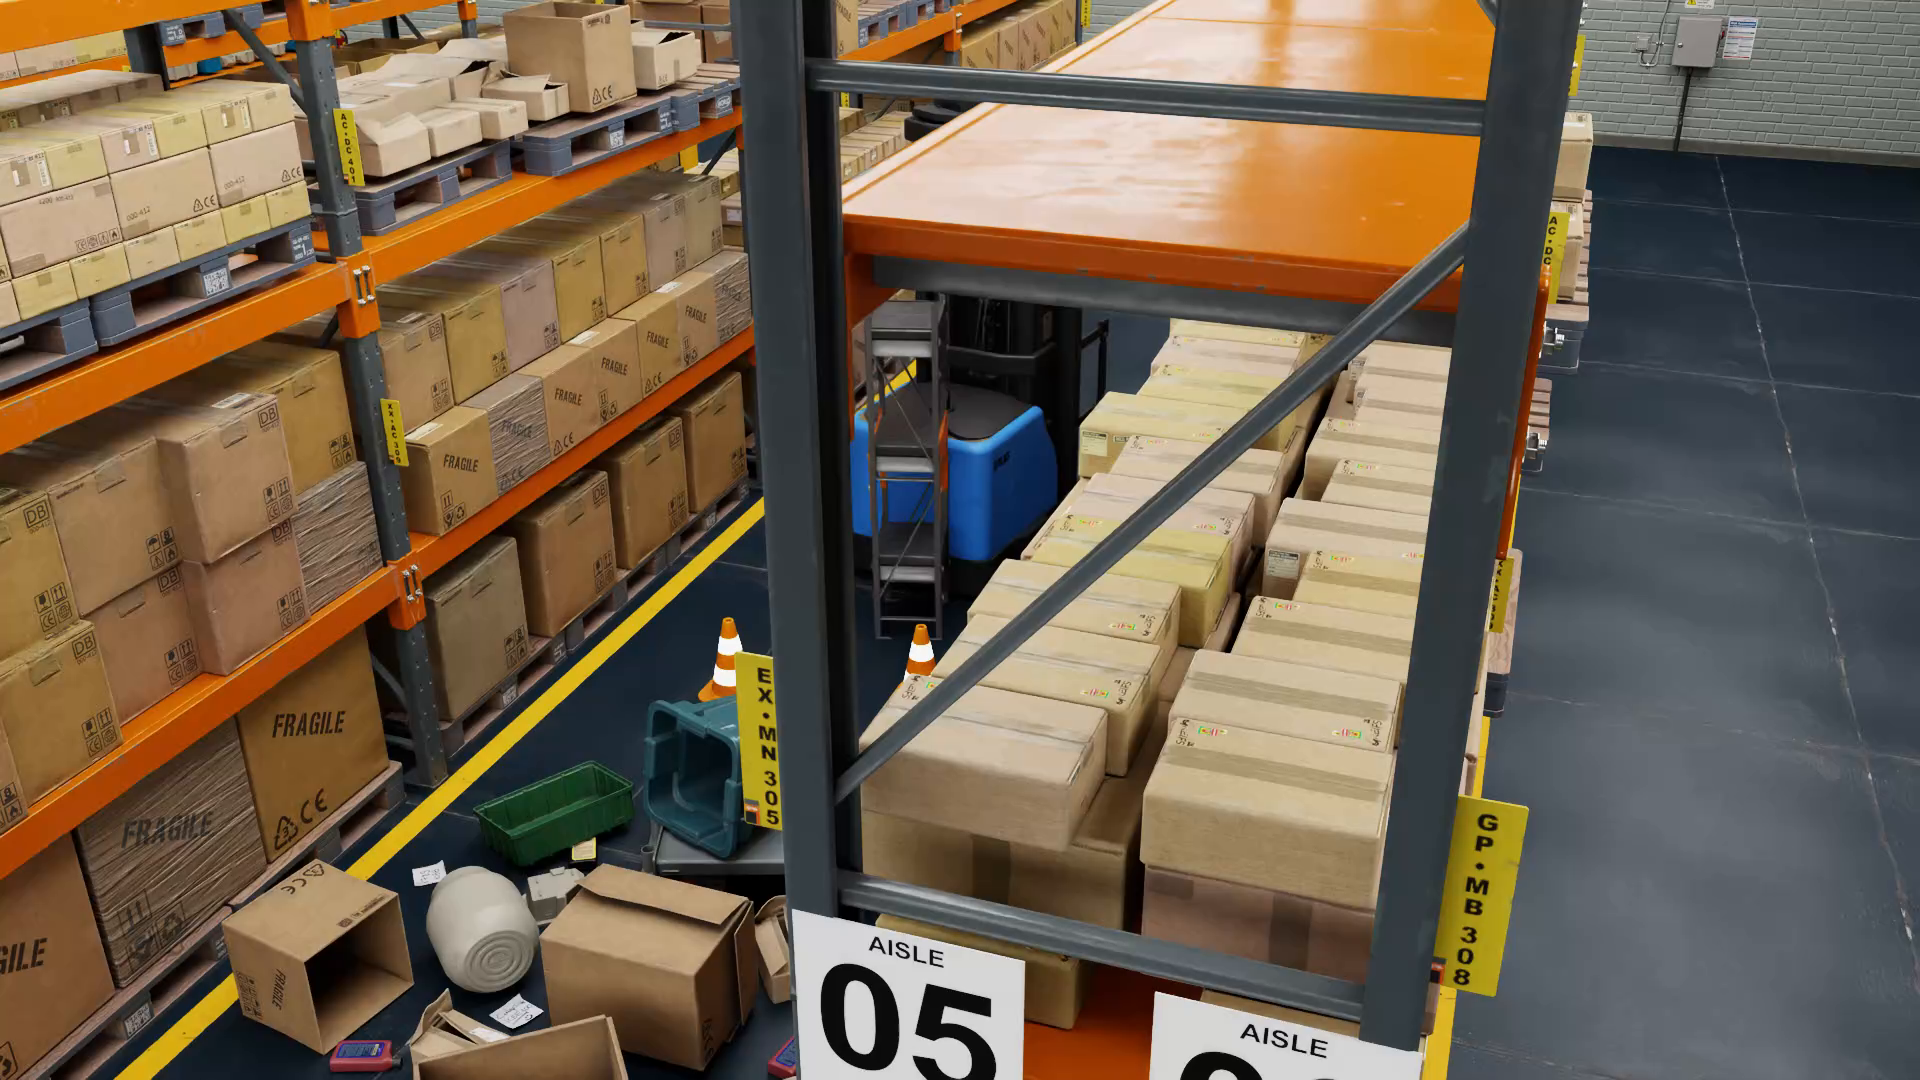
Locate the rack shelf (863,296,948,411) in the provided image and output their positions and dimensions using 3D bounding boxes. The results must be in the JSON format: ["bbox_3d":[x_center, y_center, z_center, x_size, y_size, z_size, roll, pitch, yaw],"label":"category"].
[{"bbox_3d":[-0.302,-1.068,9.469,0.431,0.518,0.480,2,26,4],"label":"rack shelf"}]

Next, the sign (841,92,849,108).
[{"bbox_3d":[-1.014,-3.907,14.885,0.100,0.325,0.005,9,27,17],"label":"sign"}]

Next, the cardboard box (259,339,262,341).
[{"bbox_3d":[-6.225,-2.072,14.045,1.225,0.875,0.875,7,27,15],"label":"cardboard box"}]

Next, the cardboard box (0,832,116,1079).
[{"bbox_3d":[-4.039,1.606,6.446,0.875,0.875,0.875,8,27,17],"label":"cardboard box"}]

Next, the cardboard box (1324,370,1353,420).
[{"bbox_3d":[1.296,-0.259,4.732,0.500,0.250,0.500,8,27,17],"label":"cardboard box"}]

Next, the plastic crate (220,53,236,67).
[{"bbox_3d":[-8.844,-5.753,19.923,0.298,0.136,0.250,9,27,17],"label":"plastic crate"}]

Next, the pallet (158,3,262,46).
[{"bbox_3d":[-6.310,-4.097,13.043,1.213,0.211,1.003,10,28,20],"label":"pallet"}]

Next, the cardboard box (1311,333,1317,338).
[{"bbox_3d":[0.972,-0.774,5.337,0.380,0.149,0.250,8,27,16],"label":"cardboard box"}]

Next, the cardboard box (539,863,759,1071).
[{"bbox_3d":[-1.291,1.754,6.895,0.797,0.637,0.503,9,27,17],"label":"cardboard box"}]

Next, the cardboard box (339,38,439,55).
[{"bbox_3d":[-5.348,-4.436,15.704,0.797,0.503,0.637,8,27,16],"label":"cardboard box"}]

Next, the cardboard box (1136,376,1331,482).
[{"bbox_3d":[0.794,-0.336,4.891,0.500,0.250,0.500,9,27,18],"label":"cardboard box"}]

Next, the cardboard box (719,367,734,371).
[{"bbox_3d":[-1.858,-1.171,12.612,0.500,0.500,0.500,9,27,17],"label":"cardboard box"}]

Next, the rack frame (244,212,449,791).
[{"bbox_3d":[-3.162,-0.155,8.127,1.000,3.000,0.127,9,27,17],"label":"rack frame"}]

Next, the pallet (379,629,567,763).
[{"bbox_3d":[-2.976,0.772,9.412,1.003,0.211,1.213,9,27,17],"label":"pallet"}]

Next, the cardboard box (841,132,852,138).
[{"bbox_3d":[-1.149,-3.450,14.398,0.380,0.149,0.250,8,27,16],"label":"cardboard box"}]

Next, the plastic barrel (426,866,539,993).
[{"bbox_3d":[-2.093,1.694,7.266,0.421,0.421,0.512,-14,29,-27],"label":"plastic barrel"}]

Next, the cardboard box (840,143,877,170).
[{"bbox_3d":[-0.883,-3.057,13.246,0.380,0.149,0.250,8,27,15],"label":"cardboard box"}]

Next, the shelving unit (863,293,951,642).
[{"bbox_3d":[-0.297,-0.451,9.767,0.431,2.100,0.503,2,26,4],"label":"shelving unit"}]

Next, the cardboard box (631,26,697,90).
[{"bbox_3d":[-1.895,-2.869,9.798,0.500,0.311,0.500,9,27,17],"label":"cardboard box"}]

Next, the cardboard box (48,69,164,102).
[{"bbox_3d":[-3.603,-1.884,7.034,0.380,0.149,0.250,9,27,18],"label":"cardboard box"}]

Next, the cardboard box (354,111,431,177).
[{"bbox_3d":[-2.725,-1.890,7.827,0.258,0.266,0.396,8,27,17],"label":"cardboard box"}]

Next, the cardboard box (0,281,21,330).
[{"bbox_3d":[-3.488,-0.802,5.714,0.380,0.149,0.250,9,27,17],"label":"cardboard box"}]

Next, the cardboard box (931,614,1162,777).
[{"bbox_3d":[0.165,0.287,3.145,0.380,0.149,0.250,9,27,18],"label":"cardboard box"}]

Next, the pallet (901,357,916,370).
[{"bbox_3d":[-0.757,-1.867,14.864,1.003,0.211,1.213,9,27,17],"label":"pallet"}]

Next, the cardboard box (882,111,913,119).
[{"bbox_3d":[-0.449,-3.593,14.352,0.380,0.149,0.250,10,28,20],"label":"cardboard box"}]

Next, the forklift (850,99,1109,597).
[{"bbox_3d":[0.409,-1.574,11.138,1.130,2.935,3.031,13,29,25],"label":"forklift"}]

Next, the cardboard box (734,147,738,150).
[{"bbox_3d":[-1.580,-3.048,13.227,0.380,0.149,0.250,10,27,19],"label":"cardboard box"}]

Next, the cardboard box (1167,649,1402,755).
[{"bbox_3d":[0.588,0.347,3.022,0.380,0.149,0.250,9,27,17],"label":"cardboard box"}]

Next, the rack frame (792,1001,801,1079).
[{"bbox_3d":[0.209,2.166,3.335,1.000,3.000,0.127,9,27,17],"label":"rack frame"}]

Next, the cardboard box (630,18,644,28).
[{"bbox_3d":[-2.279,-3.077,10.226,0.500,0.311,0.500,9,27,18],"label":"cardboard box"}]

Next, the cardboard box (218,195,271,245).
[{"bbox_3d":[-3.065,-1.326,6.796,0.380,0.149,0.250,9,27,18],"label":"cardboard box"}]

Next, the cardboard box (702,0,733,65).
[{"bbox_3d":[-1.390,-3.390,11.252,0.500,0.500,0.500,9,27,17],"label":"cardboard box"}]

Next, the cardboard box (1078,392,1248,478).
[{"bbox_3d":[0.522,-0.247,4.250,0.380,0.149,0.250,9,27,19],"label":"cardboard box"}]

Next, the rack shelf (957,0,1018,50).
[{"bbox_3d":[0.166,-5.290,16.118,1.077,0.370,4.000,9,27,17],"label":"rack shelf"}]

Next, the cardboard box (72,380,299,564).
[{"bbox_3d":[-3.390,-0.319,7.055,0.875,0.550,0.550,9,27,17],"label":"cardboard box"}]

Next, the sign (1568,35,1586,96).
[{"bbox_3d":[3.382,-2.625,9.195,0.100,0.325,0.005,9,27,17],"label":"sign"}]

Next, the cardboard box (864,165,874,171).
[{"bbox_3d":[-0.881,-2.918,13.299,0.380,0.149,0.250,9,27,18],"label":"cardboard box"}]

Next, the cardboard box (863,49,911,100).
[{"bbox_3d":[-0.598,-4.303,15.093,0.500,0.500,0.500,8,27,16],"label":"cardboard box"}]

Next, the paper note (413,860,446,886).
[{"bbox_3d":[-2.531,1.589,7.932,0.147,0.020,0.142,-9,27,-18],"label":"paper note"}]

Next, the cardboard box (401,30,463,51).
[{"bbox_3d":[-5.242,-4.835,16.763,0.500,0.500,0.500,10,27,19],"label":"cardboard box"}]

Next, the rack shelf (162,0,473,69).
[{"bbox_3d":[-5.809,-4.407,14.294,1.077,0.370,4.000,9,27,17],"label":"rack shelf"}]

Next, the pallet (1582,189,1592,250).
[{"bbox_3d":[2.188,-1.409,7.491,1.213,0.211,1.003,9,27,17],"label":"pallet"}]

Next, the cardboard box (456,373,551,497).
[{"bbox_3d":[-2.566,-0.584,8.900,0.500,0.500,0.500,9,27,18],"label":"cardboard box"}]

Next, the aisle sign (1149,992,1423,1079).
[{"bbox_3d":[0.481,1.066,2.623,0.394,0.787,0.004,9,27,17],"label":"aisle sign"}]

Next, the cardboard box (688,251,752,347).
[{"bbox_3d":[-1.727,-1.619,11.038,0.500,0.500,0.500,9,27,17],"label":"cardboard box"}]

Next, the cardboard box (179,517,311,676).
[{"bbox_3d":[-3.435,0.161,7.304,0.875,0.550,0.550,9,27,17],"label":"cardboard box"}]

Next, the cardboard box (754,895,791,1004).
[{"bbox_3d":[-0.755,1.776,7.278,0.258,0.266,0.396,-9,27,-18],"label":"cardboard box"}]

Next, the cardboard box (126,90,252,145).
[{"bbox_3d":[-3.067,-1.684,6.621,0.380,0.149,0.250,9,27,17],"label":"cardboard box"}]

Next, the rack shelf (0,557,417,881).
[{"bbox_3d":[-3.827,0.991,6.586,1.077,0.370,4.000,9,27,17],"label":"rack shelf"}]

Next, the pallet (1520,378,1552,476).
[{"bbox_3d":[2.734,-0.727,9.530,1.213,0.211,1.003,9,27,17],"label":"pallet"}]

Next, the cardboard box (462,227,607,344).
[{"bbox_3d":[-2.495,-1.481,9.605,0.700,0.500,0.500,8,27,17],"label":"cardboard box"}]

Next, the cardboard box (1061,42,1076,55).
[{"bbox_3d":[0.925,-5.043,17.767,0.500,0.500,0.500,9,27,18],"label":"cardboard box"}]

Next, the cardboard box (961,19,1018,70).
[{"bbox_3d":[0.235,-4.639,15.786,0.500,0.500,0.500,9,27,18],"label":"cardboard box"}]

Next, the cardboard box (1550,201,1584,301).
[{"bbox_3d":[2.112,-1.132,6.394,0.500,0.250,0.500,8,27,16],"label":"cardboard box"}]

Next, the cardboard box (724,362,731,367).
[{"bbox_3d":[-1.850,-1.519,12.471,0.500,0.250,0.500,8,27,16],"label":"cardboard box"}]

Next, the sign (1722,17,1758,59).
[{"bbox_3d":[9.855,-6.336,21.004,0.329,0.494,0.001,9,27,17],"label":"sign"}]

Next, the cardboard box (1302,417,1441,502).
[{"bbox_3d":[1.055,-0.168,4.085,0.380,0.149,0.250,9,27,19],"label":"cardboard box"}]
